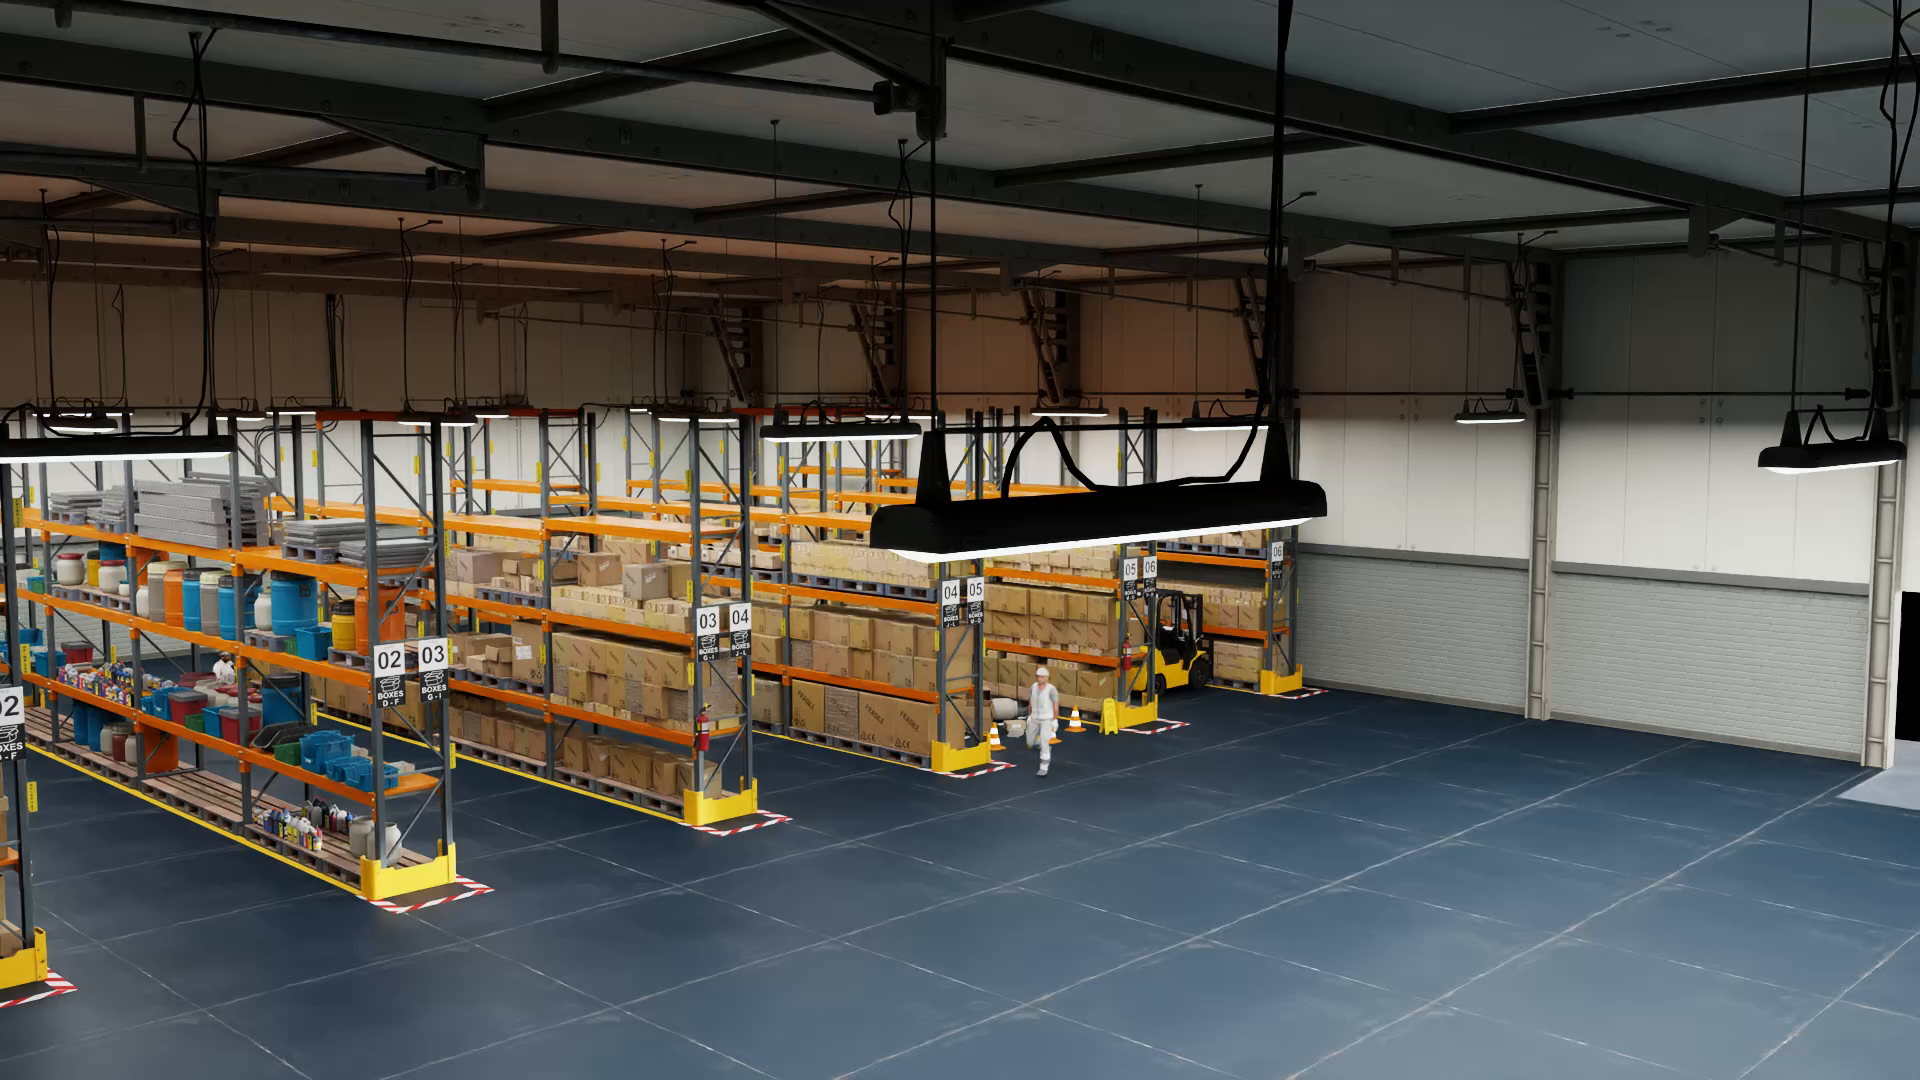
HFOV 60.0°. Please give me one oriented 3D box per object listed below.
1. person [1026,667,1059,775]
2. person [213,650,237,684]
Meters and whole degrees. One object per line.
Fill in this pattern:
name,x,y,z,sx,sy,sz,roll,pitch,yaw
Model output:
person,1.398,2.988,27.687,0.605,1.782,0.683,4,6,35
person,-13.592,2.779,30.717,1.045,1.621,0.432,5,7,43
